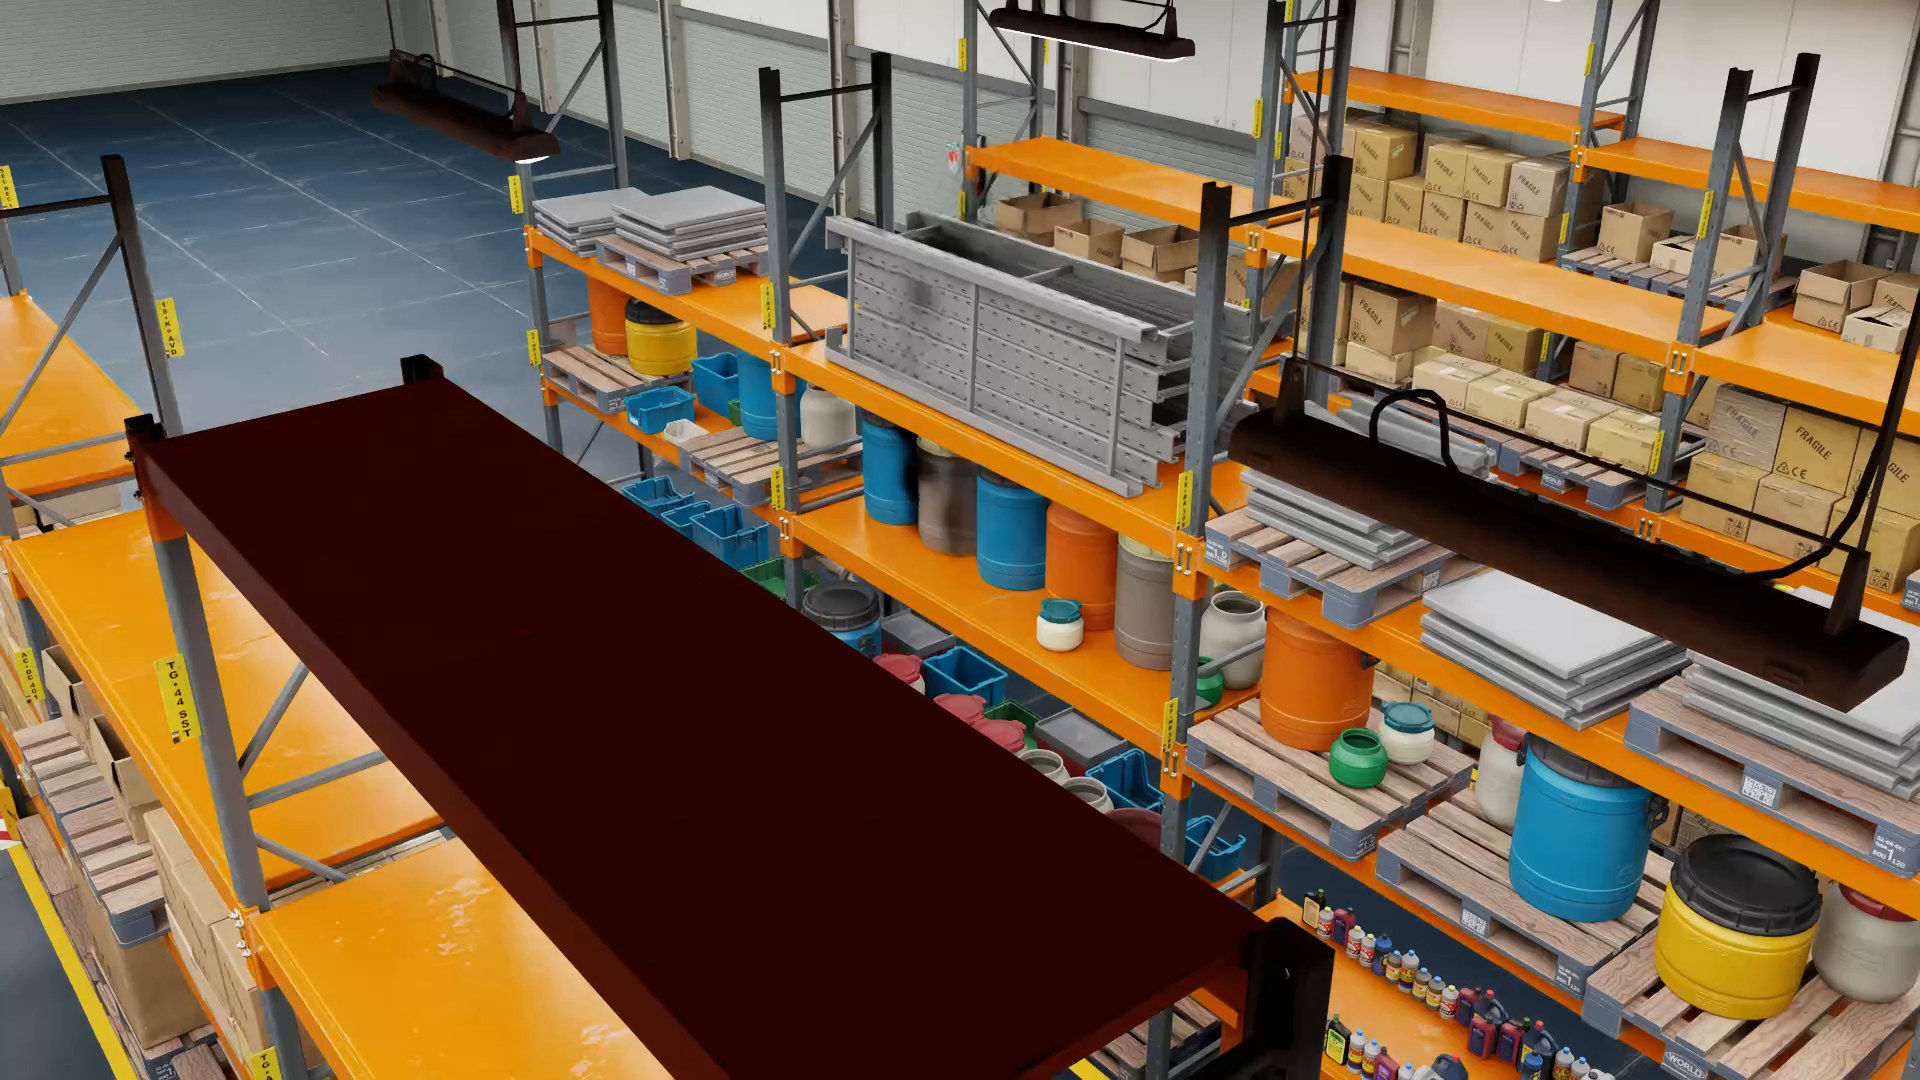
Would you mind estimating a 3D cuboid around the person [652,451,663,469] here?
[{"bbox_3d":[-3.517,-1.695,19.845,0.753,1.753,0.594,-5,26,-10],"label":"person"}]

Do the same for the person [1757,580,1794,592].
[{"bbox_3d":[6.817,0.957,14.293,0.689,1.767,0.852,-17,31,-32],"label":"person"}]

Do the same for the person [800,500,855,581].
[{"bbox_3d":[-1.499,-0.103,16.574,0.704,1.673,0.755,-20,32,-35],"label":"person"}]
